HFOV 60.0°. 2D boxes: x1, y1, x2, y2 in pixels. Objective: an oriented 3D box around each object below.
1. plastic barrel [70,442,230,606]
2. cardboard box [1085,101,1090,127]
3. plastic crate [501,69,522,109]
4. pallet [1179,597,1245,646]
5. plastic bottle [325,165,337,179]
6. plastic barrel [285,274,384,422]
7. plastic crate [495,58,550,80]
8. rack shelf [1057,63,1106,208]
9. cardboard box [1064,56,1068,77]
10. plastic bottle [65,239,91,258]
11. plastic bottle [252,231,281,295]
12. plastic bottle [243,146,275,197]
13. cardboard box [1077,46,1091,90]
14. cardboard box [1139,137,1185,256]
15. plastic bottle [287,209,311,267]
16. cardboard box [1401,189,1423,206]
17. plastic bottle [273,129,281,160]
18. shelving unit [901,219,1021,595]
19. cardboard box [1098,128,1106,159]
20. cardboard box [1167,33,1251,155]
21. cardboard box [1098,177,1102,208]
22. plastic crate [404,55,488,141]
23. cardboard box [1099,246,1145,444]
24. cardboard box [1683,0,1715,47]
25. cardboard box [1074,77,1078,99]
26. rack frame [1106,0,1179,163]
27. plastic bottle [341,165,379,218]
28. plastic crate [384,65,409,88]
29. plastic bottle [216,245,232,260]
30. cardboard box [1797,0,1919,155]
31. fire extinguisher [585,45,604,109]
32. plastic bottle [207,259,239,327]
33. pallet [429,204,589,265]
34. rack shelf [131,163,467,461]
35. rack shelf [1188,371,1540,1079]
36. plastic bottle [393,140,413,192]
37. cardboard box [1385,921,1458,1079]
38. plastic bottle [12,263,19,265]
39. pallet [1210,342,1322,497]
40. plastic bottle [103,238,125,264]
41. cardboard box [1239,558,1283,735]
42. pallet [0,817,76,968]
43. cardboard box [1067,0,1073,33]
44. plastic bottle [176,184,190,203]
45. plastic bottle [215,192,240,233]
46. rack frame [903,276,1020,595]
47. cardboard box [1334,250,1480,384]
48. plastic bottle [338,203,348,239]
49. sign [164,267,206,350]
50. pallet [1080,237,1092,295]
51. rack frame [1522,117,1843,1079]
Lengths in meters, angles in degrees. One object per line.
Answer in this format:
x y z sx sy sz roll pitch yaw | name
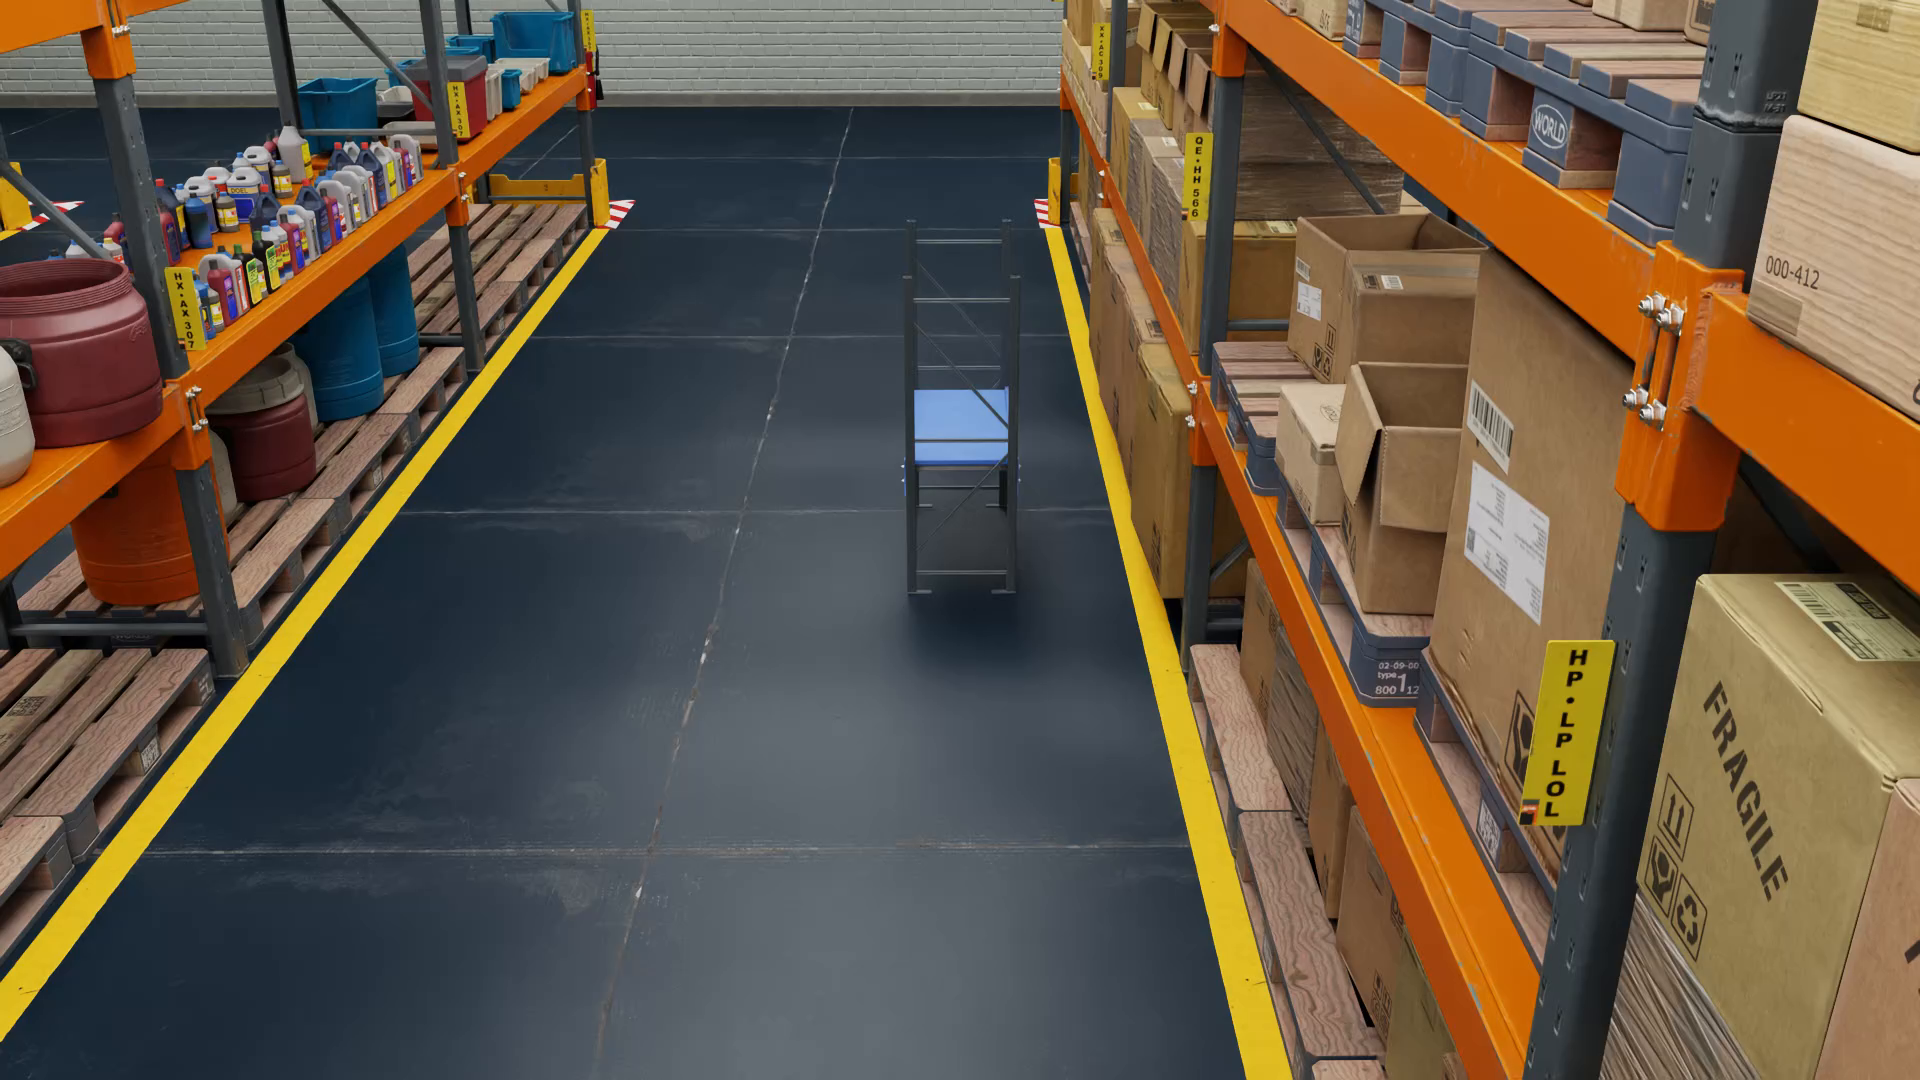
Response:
-3.537 -0.208 7.193 0.600 0.830 0.708 0 24 -1 | plastic barrel
1.051 -2.908 11.344 0.380 0.149 0.250 0 24 0 | cardboard box
-3.324 -3.206 11.829 0.416 0.233 0.300 0 24 -1 | plastic crate
1.504 0.119 7.730 1.003 0.211 1.213 0 24 -1 | pallet
-3.346 -1.866 8.891 0.097 0.271 0.097 0 24 0 | plastic bottle
-3.562 -1.171 9.236 0.600 0.901 0.708 0 24 -1 | plastic barrel
-3.412 -3.672 12.976 0.396 0.136 0.243 0 24 -1 | plastic crate
1.372 -2.970 12.051 1.077 0.370 4.000 0 24 -1 | rack shelf
1.028 -3.754 13.216 0.380 0.149 0.250 -1 24 -1 | cardboard box
-3.936 -1.213 7.448 0.097 0.271 0.097 0 24 0 | plastic bottle
-3.160 -1.271 7.563 0.061 0.283 0.133 0 24 -1 | plastic bottle
-3.931 -2.052 9.298 0.152 0.276 0.135 0 24 -1 | plastic bottle
1.111 -3.354 11.848 0.500 0.250 0.500 -1 24 -2 | cardboard box
1.171 -1.703 8.254 0.500 0.500 0.500 0 24 0 | cardboard box
-3.183 -1.449 7.969 0.097 0.271 0.097 0 24 0 | plastic bottle
1.696 -1.285 7.331 0.500 0.500 0.500 -1 24 -2 | cardboard box
-3.981 -2.246 9.717 0.061 0.283 0.133 0 24 -1 | plastic bottle
0.001 -0.648 7.863 0.538 1.500 1.048 0 24 -1 | shelving unit
1.063 -2.484 10.407 0.380 0.149 0.250 0 24 0 | cardboard box
1.428 -2.175 8.080 0.797 0.503 0.637 1 24 1 | cardboard box
1.457 -2.341 11.854 0.875 0.875 0.875 0 24 -1 | cardboard box
-3.318 -2.877 10.822 0.402 0.464 0.583 0 24 -1 | plastic crate
1.432 -1.066 9.035 1.225 0.875 0.875 -1 24 -2 | cardboard box
1.575 -0.977 2.495 0.797 0.503 0.637 -1 24 -3 | cardboard box
1.041 -3.330 12.278 0.380 0.149 0.250 -1 24 -1 | cardboard box
1.394 -2.474 10.080 1.000 3.000 0.127 0 24 -1 | rack frame
-3.222 -1.876 8.909 0.152 0.276 0.135 0 24 -1 | plastic bottle
-3.911 -3.282 11.996 0.416 0.233 0.300 0 24 -1 | plastic crate
-3.236 -1.163 7.338 0.097 0.271 0.097 0 24 0 | plastic bottle
1.177 -0.522 1.823 0.380 0.149 0.250 -1 24 -2 | cardboard box
-3.150 -3.959 13.910 0.296 0.674 0.183 0 24 -1 | fire extinguisher
-3.155 -1.066 7.108 0.061 0.283 0.133 0 24 -1 | plastic bottle
-3.632 -2.490 13.498 1.003 0.211 1.213 0 24 -1 | pallet
-3.537 -1.300 8.357 1.077 0.370 4.000 0 24 -1 | rack shelf
1.459 0.326 4.762 1.077 0.370 4.000 0 24 -1 | rack shelf
-3.183 -2.143 9.489 0.061 0.283 0.133 0 24 -1 | plastic bottle
1.510 1.311 4.211 0.700 0.500 0.500 0 24 -1 | cardboard box
-3.949 -1.010 6.985 0.061 0.283 0.133 0 24 -1 | plastic bottle
1.552 -0.445 5.827 1.213 0.211 1.003 0 24 -1 | pallet
-3.939 -1.301 7.729 0.097 0.201 0.097 0 24 0 | plastic bottle
1.465 0.389 6.250 0.700 0.500 0.500 -2 24 -3 | cardboard box
-3.535 1.288 5.147 1.003 0.211 1.213 0 24 -1 | pallet
1.091 -4.126 12.644 0.500 0.500 0.500 -1 24 -2 | cardboard box
-3.948 -1.676 8.471 0.097 0.271 0.097 0 24 0 | plastic bottle
-3.797 -1.700 8.610 0.097 0.201 0.097 0 24 0 | plastic bottle
0.006 -0.439 7.400 0.500 1.500 0.032 0 24 -1 | rack frame
1.590 -0.611 5.330 0.700 0.500 0.500 3 25 7 | cardboard box
-3.189 -1.643 8.485 0.097 0.201 0.097 0 24 0 | plastic bottle
-2.965 -0.883 6.365 0.100 0.325 0.005 0 24 -1 | sign
1.448 -2.021 12.463 1.003 0.211 1.213 0 24 -1 | pallet
1.481 0.822 2.792 1.000 3.000 0.127 0 24 -1 | rack frame
